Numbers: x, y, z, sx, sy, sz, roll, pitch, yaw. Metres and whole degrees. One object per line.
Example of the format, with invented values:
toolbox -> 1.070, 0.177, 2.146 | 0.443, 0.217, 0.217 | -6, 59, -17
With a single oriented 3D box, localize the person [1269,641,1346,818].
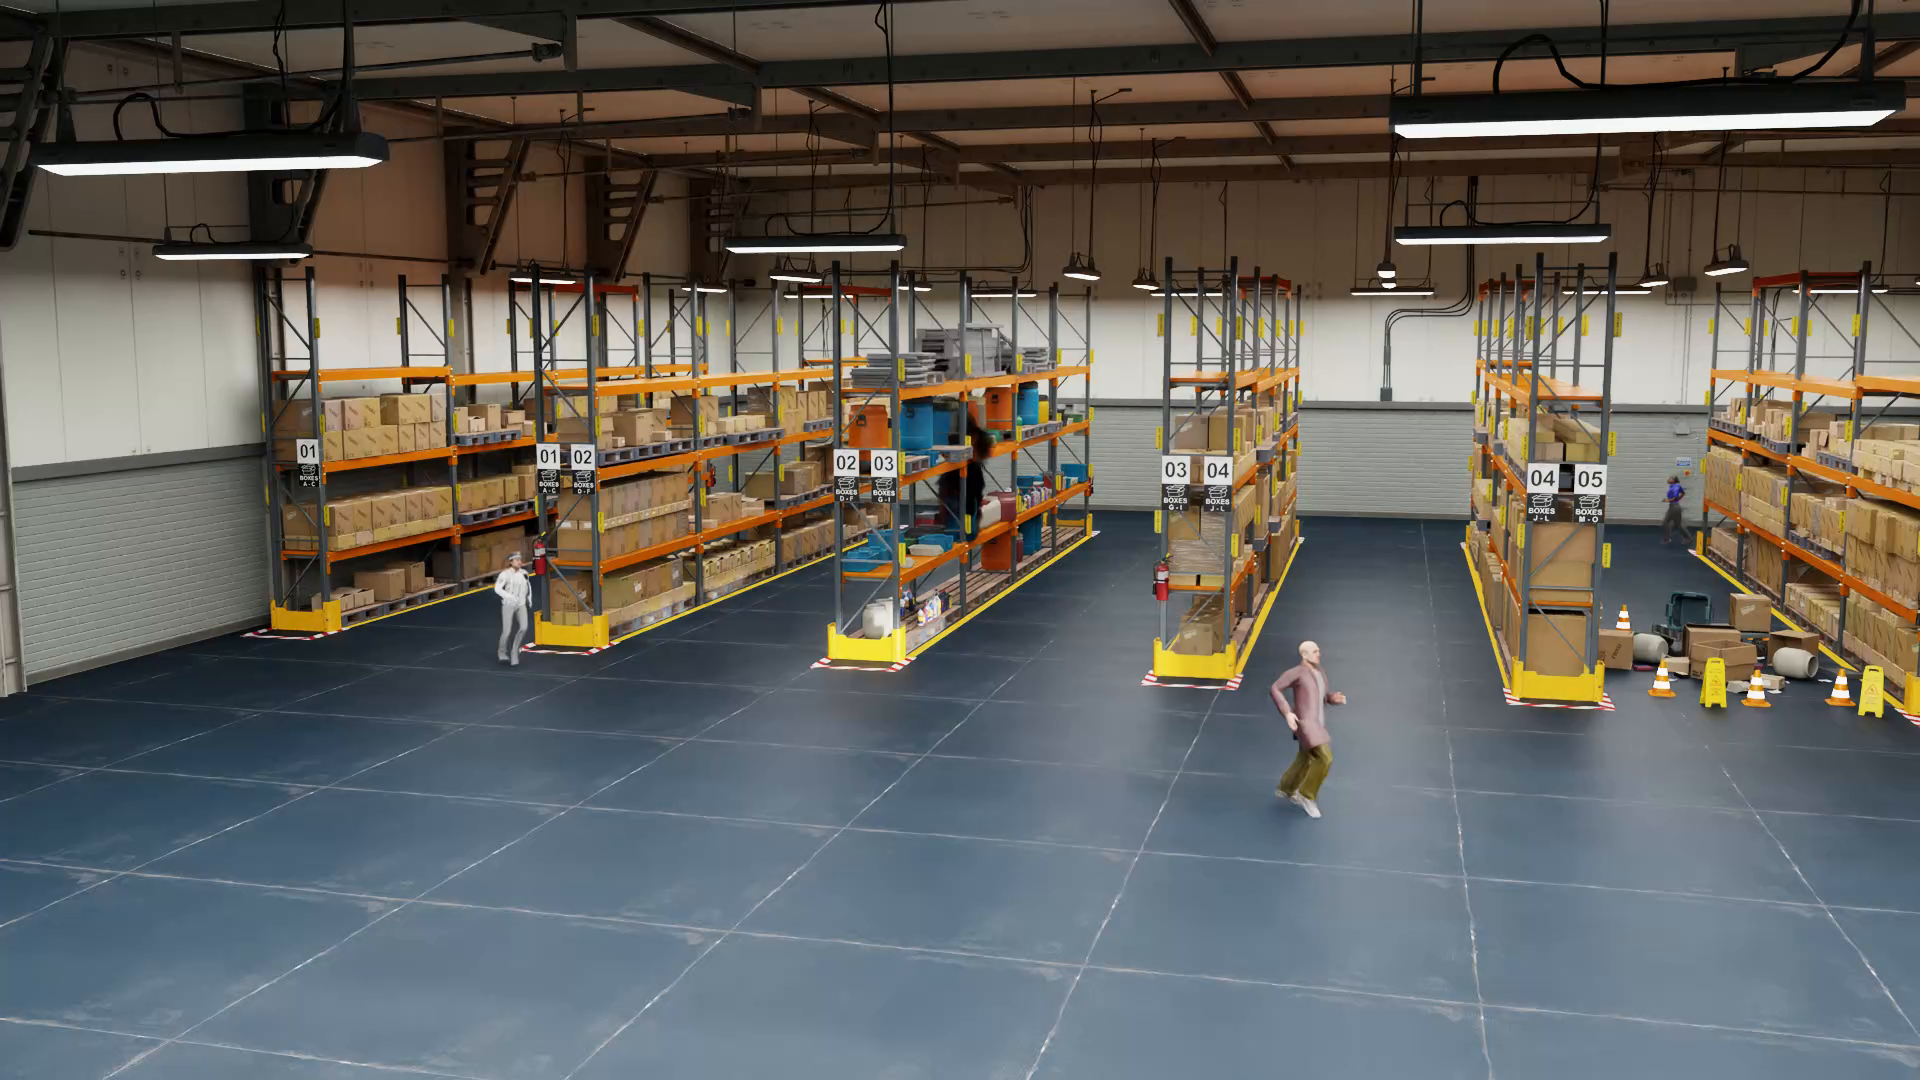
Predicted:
person -> 3.618, 1.953, 17.225 | 0.798, 1.823, 0.671 | 6, 9, 37

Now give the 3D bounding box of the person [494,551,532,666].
person -> -6.694, 1.005, 25.018 | 0.633, 1.696, 0.615 | -5, 9, -34

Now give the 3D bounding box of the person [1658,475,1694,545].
person -> 16.509, -0.655, 38.271 | 0.714, 1.705, 0.593 | 2, 8, 18
